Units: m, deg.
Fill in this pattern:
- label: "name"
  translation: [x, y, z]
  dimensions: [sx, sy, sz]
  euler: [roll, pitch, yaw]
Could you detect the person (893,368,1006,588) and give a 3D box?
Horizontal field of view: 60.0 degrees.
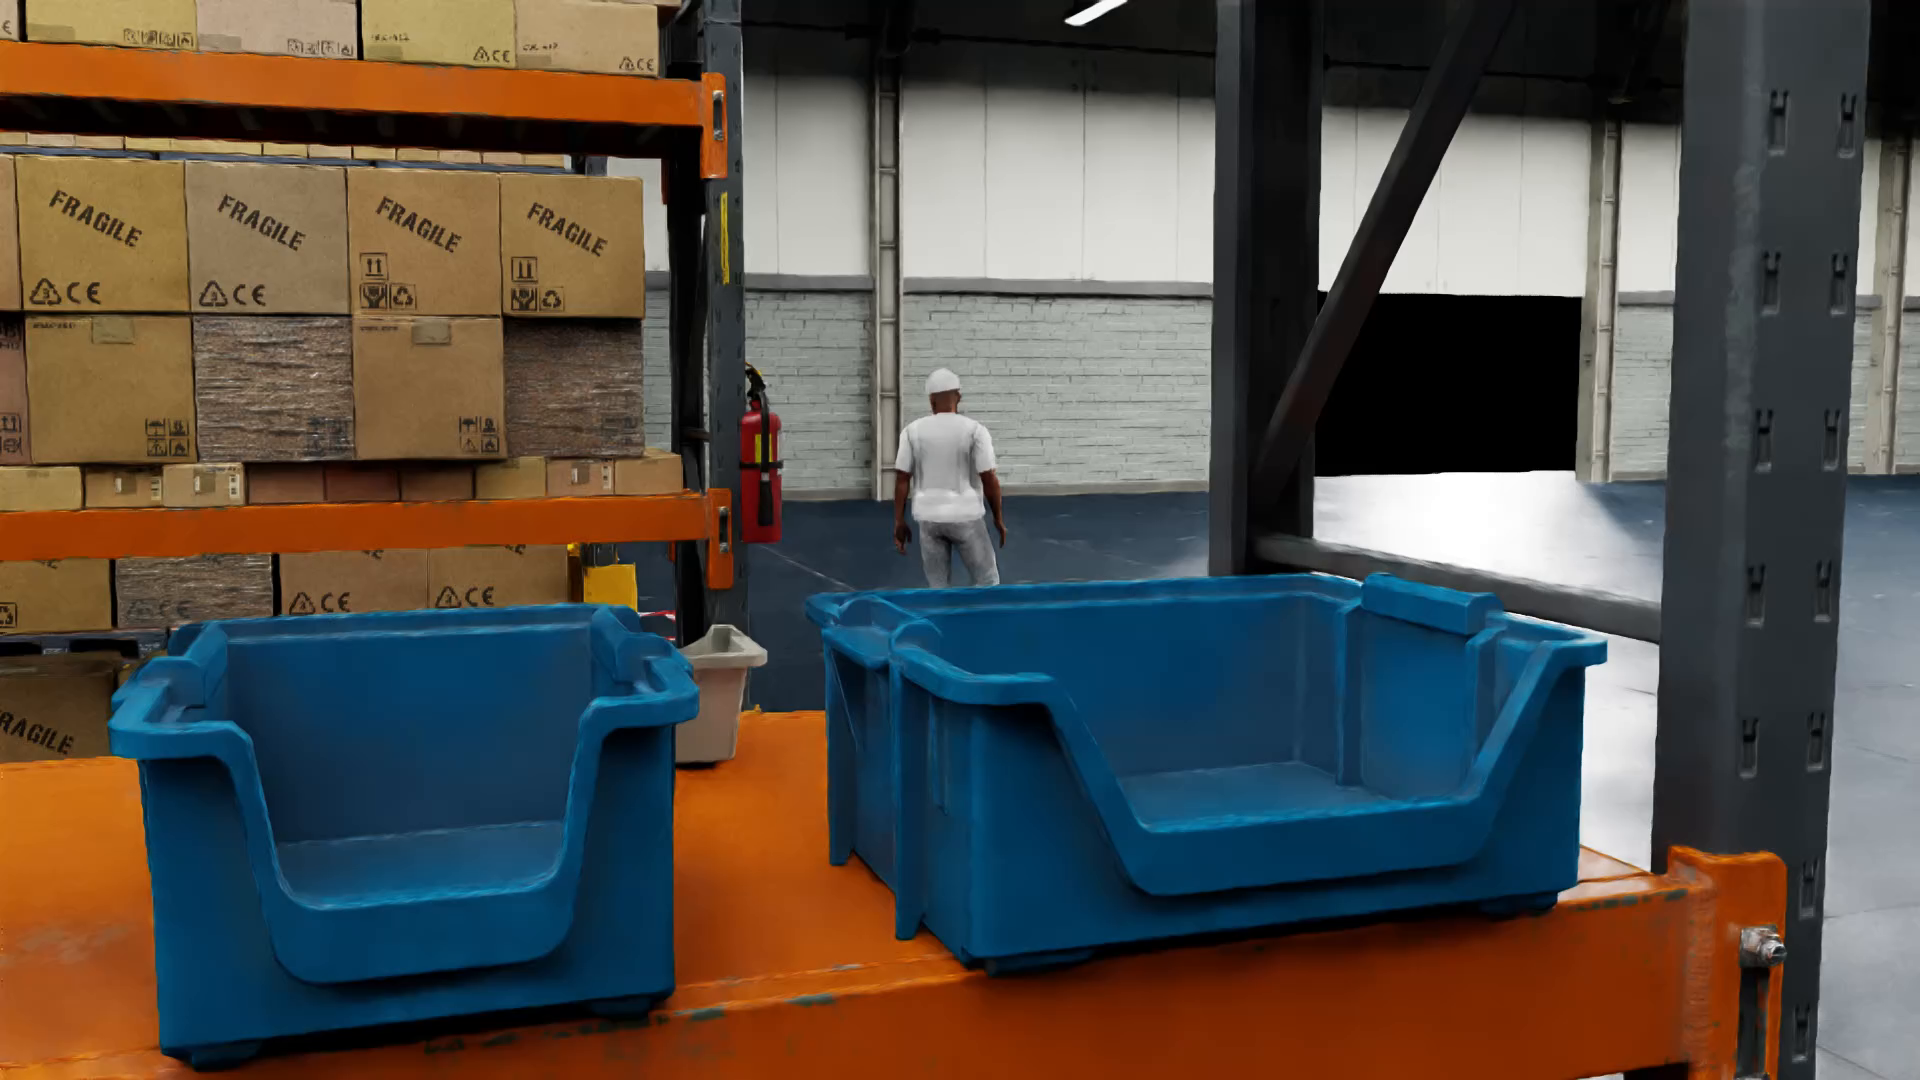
- label: "person"
  translation: [-0.026, -0.104, 9.566]
  dimensions: [0.729, 1.762, 0.451]
  euler: [2, 6, 16]
